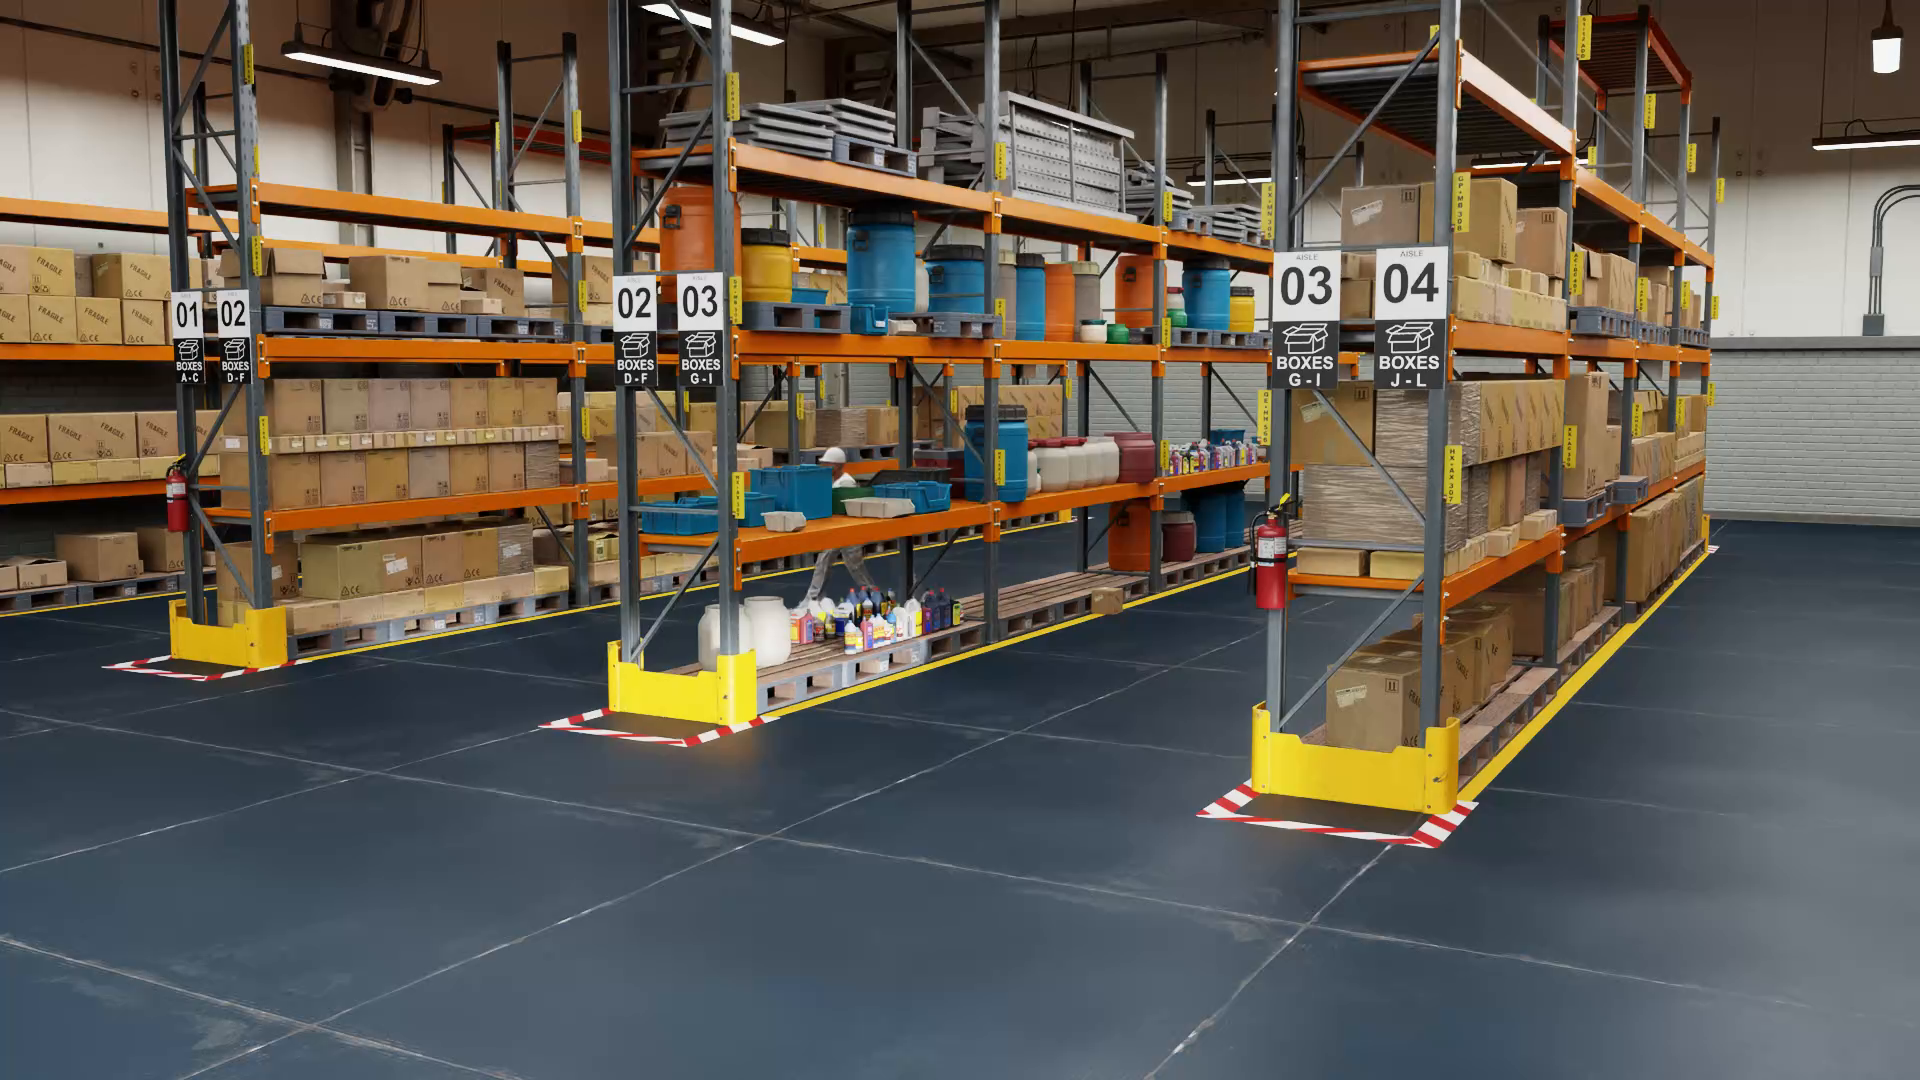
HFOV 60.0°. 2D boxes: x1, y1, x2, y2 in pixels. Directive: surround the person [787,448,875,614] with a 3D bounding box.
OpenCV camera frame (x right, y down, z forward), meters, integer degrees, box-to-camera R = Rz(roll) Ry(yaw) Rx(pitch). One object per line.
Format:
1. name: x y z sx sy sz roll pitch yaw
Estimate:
1. person: -1.263 -0.080 16.827 0.973 1.715 0.582 -3 6 -26
